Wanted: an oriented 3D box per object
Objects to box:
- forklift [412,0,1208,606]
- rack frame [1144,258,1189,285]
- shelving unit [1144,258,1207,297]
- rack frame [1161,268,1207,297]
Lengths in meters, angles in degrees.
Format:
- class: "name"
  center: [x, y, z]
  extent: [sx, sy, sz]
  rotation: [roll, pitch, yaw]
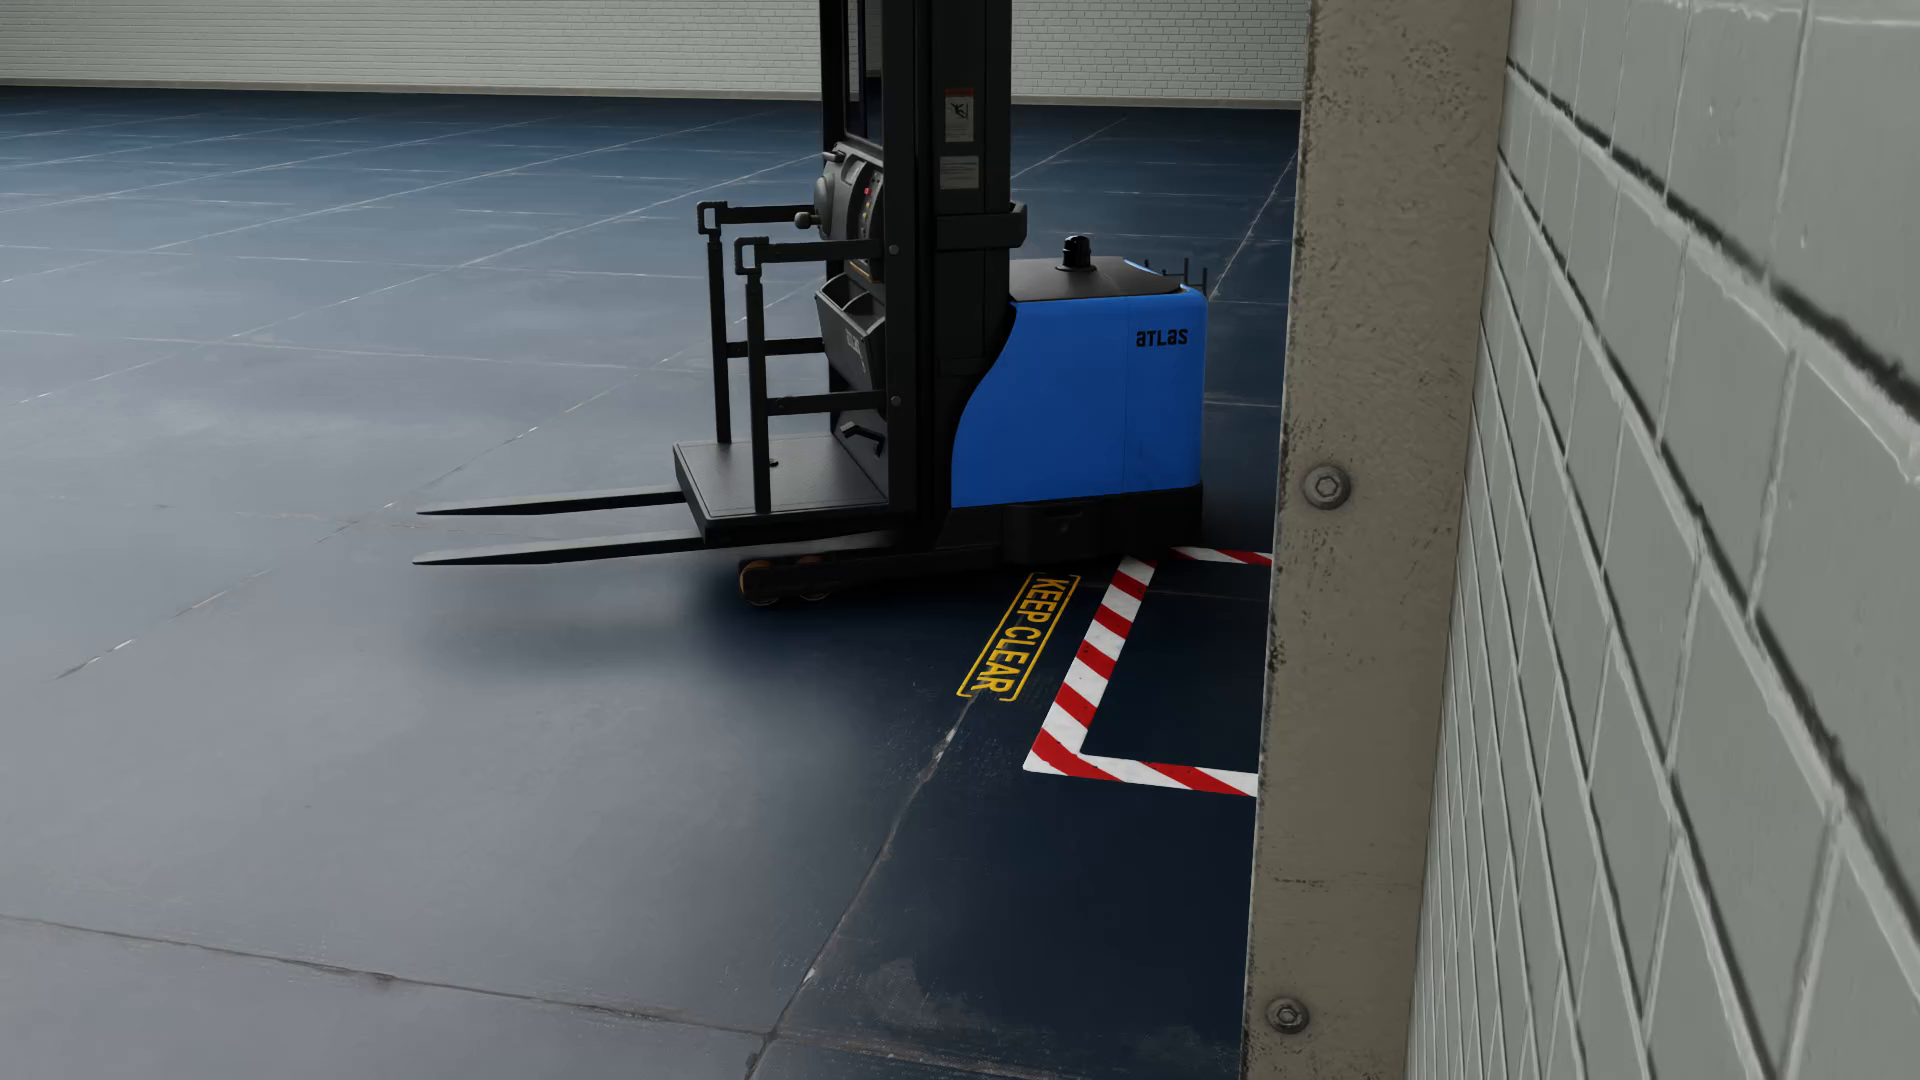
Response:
- class: "forklift"
  center: [-0.606, -1.331, 6.275]
  extent: [3.031, 2.935, 1.130]
  rotation: [-5, 20, -15]
- class: "rack frame"
  center: [0.900, -0.729, 7.410]
  extent: [0.200, 1.050, 0.008]
  rotation: [-4, 20, -10]
- class: "shelving unit"
  center: [0.924, -0.689, 7.297]
  extent: [0.215, 1.050, 0.252]
  rotation: [-4, 20, -10]
- class: "rack frame"
  center: [0.947, -0.649, 7.185]
  extent: [0.200, 1.050, 0.008]
  rotation: [-4, 20, -10]
